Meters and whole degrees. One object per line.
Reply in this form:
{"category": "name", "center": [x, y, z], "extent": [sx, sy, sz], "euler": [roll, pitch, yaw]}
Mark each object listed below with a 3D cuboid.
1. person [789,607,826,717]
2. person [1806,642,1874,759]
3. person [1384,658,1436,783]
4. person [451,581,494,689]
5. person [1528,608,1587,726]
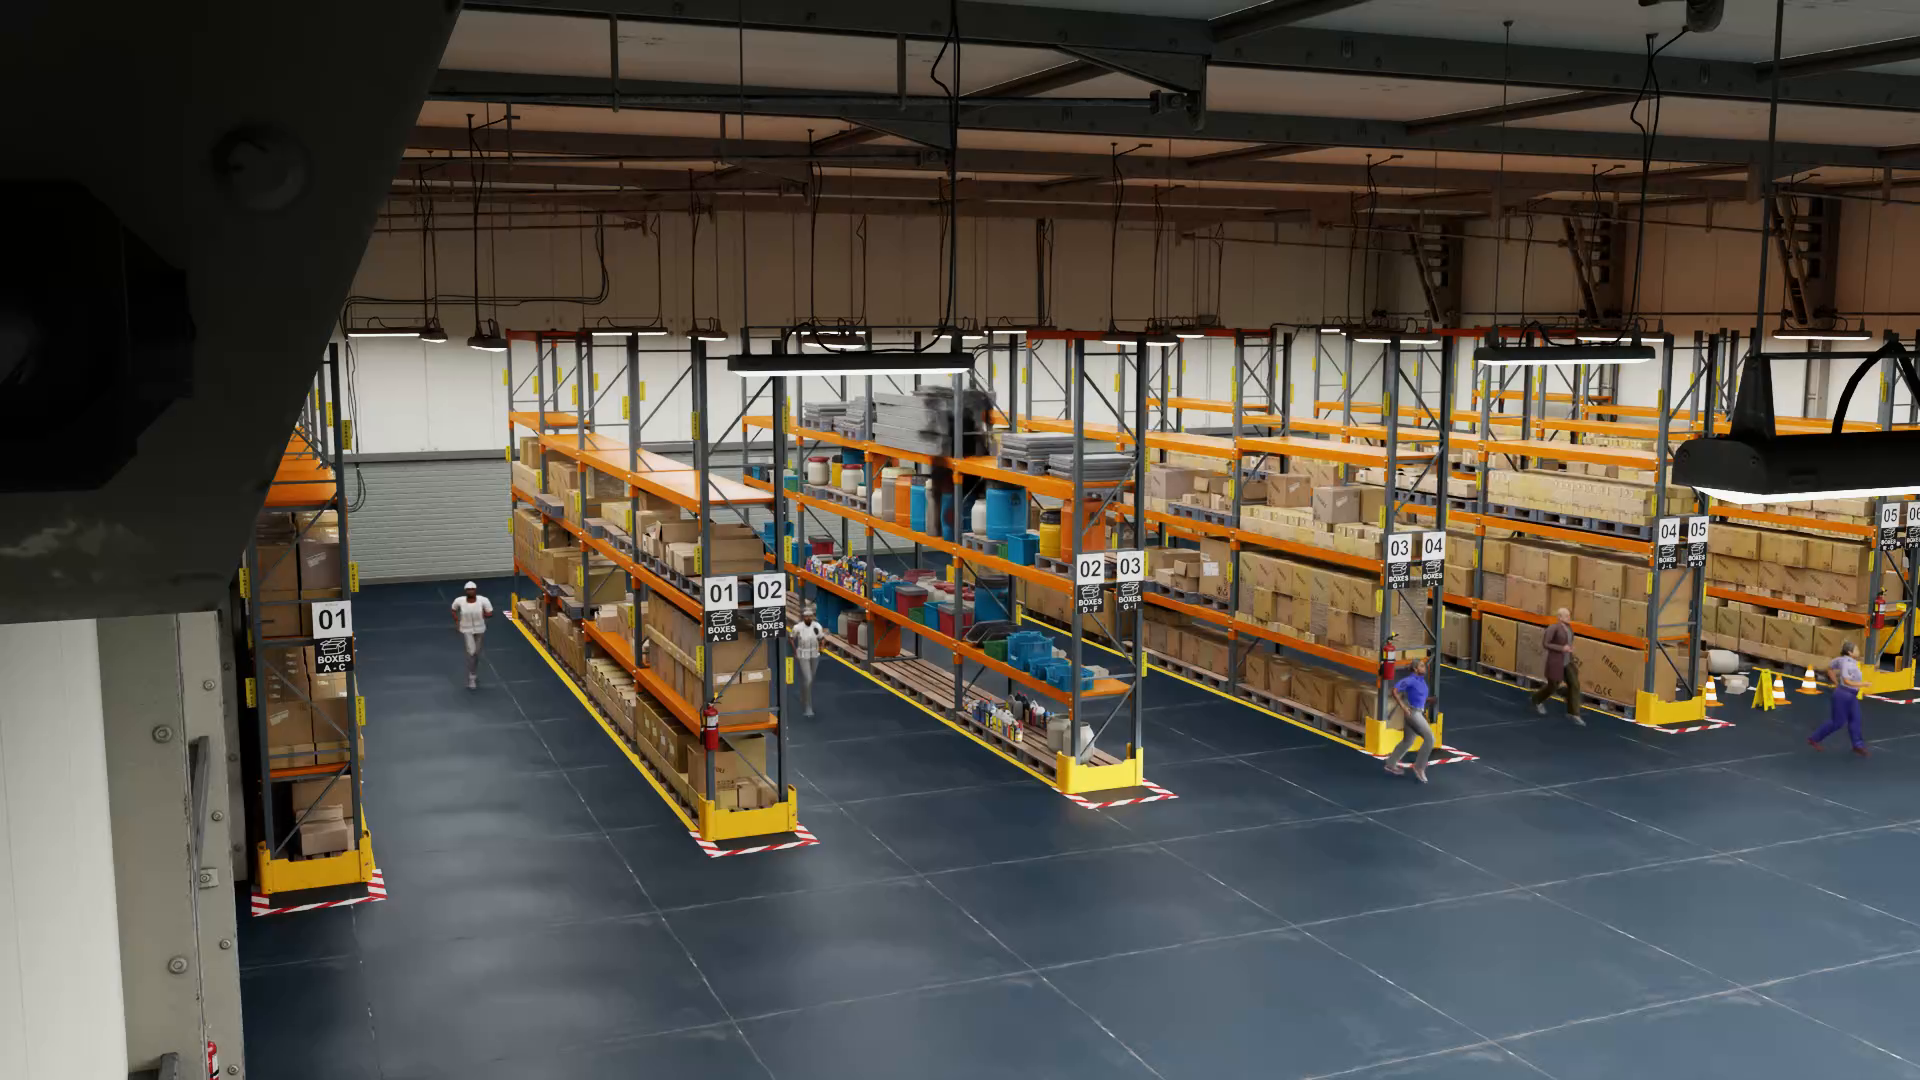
{"category": "person", "center": [-2.428, 1.889, 26.556], "extent": [0.575, 1.736, 0.812], "euler": [-4, 9, -25]}
{"category": "person", "center": [12.646, 2.297, 23.801], "extent": [0.884, 1.650, 0.577], "euler": [4, 9, 28]}
{"category": "person", "center": [6.189, 2.445, 22.747], "extent": [0.702, 1.672, 0.567], "euler": [4, 9, 25]}
{"category": "person", "center": [-8.322, 1.602, 28.482], "extent": [0.664, 1.833, 0.783], "euler": [-4, 9, -27]}
{"category": "person", "center": [9.316, 1.939, 25.918], "extent": [0.737, 1.802, 1.012], "euler": [-5, 9, -30]}
